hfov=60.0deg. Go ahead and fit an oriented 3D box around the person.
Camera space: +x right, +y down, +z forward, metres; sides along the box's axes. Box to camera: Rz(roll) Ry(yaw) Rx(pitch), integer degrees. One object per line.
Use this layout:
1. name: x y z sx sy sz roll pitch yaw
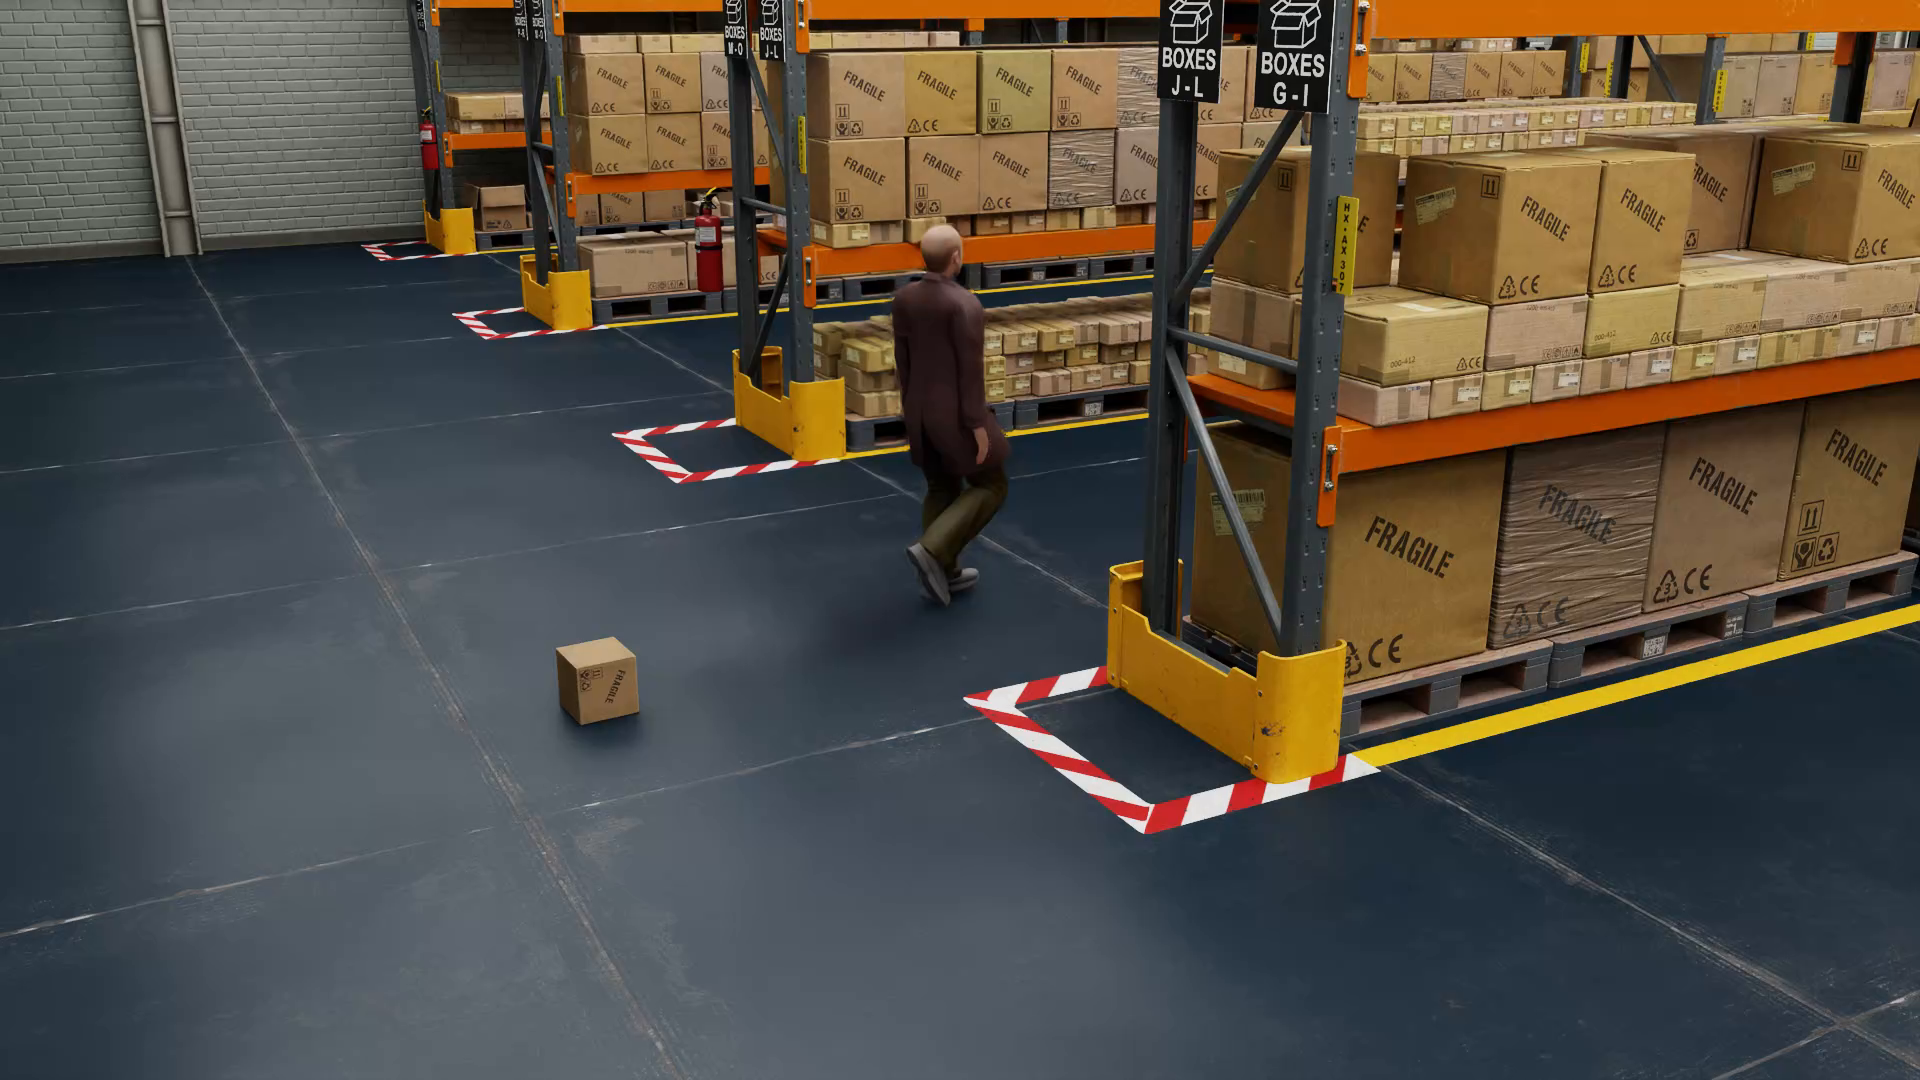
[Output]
1. person: -0.080 -0.565 7.701 0.577 1.768 0.608 -17 25 -42
